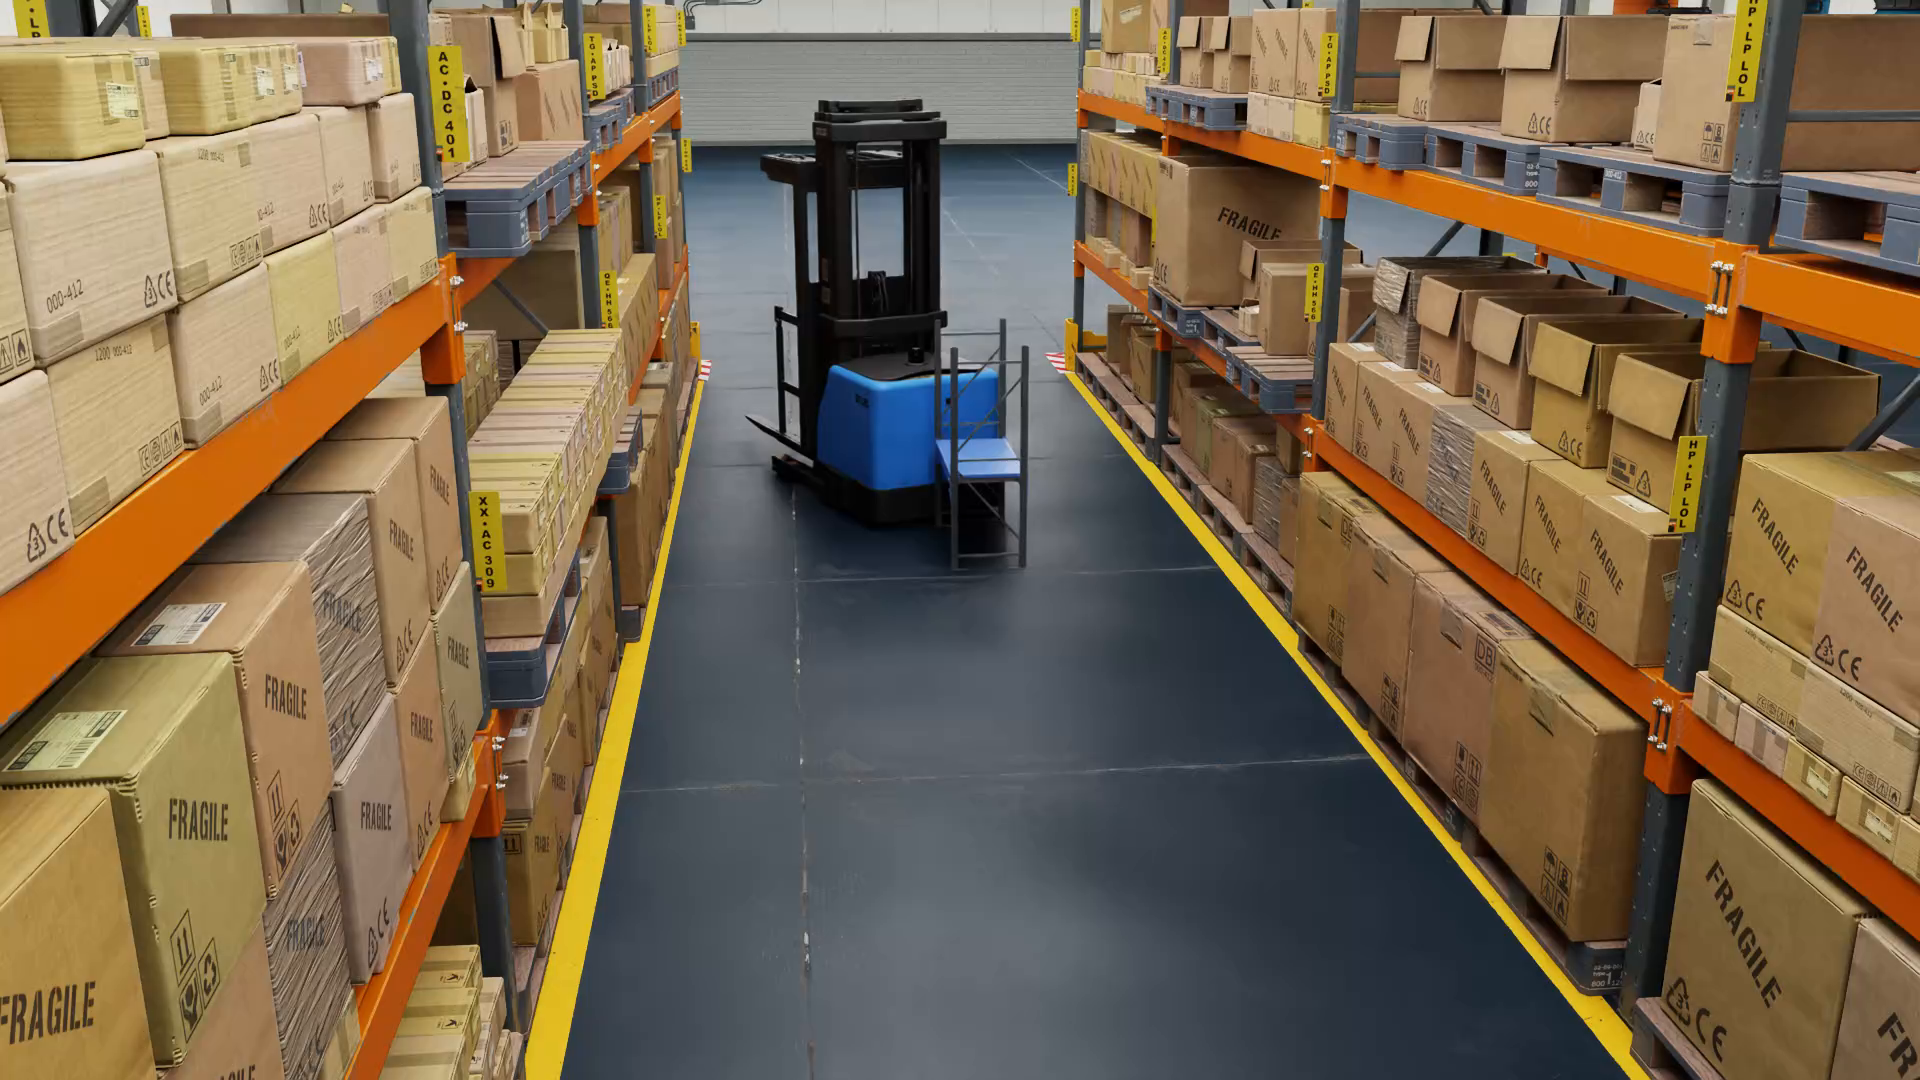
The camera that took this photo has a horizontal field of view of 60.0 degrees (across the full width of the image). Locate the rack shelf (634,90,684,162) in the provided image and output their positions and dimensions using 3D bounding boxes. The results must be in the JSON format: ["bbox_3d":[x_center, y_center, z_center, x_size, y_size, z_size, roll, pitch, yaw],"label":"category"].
[{"bbox_3d":[-3.052,-3.630,14.426,1.077,0.370,4.000,-2,18,-6],"label":"rack shelf"}]

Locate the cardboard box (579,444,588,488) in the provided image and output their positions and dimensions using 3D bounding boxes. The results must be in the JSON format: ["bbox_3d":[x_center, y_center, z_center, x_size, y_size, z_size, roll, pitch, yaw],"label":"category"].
[{"bbox_3d":[-1.744,-0.308,6.872,0.380,0.149,0.250,-2,18,-7],"label":"cardboard box"}]

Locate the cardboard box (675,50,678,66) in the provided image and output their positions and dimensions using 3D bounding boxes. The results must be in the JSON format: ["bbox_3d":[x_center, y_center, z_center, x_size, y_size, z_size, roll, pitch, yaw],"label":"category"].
[{"bbox_3d":[-2.862,-4.534,15.655,0.380,0.149,0.250,-2,18,-5],"label":"cardboard box"}]

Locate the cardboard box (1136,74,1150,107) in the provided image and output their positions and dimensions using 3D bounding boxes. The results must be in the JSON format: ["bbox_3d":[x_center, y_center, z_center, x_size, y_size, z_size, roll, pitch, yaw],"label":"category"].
[{"bbox_3d":[1.748,-3.713,13.739,0.500,0.250,0.500,-1,17,-4],"label":"cardboard box"}]

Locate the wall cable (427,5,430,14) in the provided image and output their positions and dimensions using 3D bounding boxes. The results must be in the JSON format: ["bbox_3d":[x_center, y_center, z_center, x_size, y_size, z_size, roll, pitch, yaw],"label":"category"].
[{"bbox_3d":[-16.016,-13.803,45.803,3.097,2.526,0.112,-2,18,-6],"label":"wall cable"}]

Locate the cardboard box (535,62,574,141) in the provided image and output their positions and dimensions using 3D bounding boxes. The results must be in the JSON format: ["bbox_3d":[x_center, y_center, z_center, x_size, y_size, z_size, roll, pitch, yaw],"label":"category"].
[{"bbox_3d":[-2.057,-1.923,7.619,0.500,0.500,0.500,-2,18,-6],"label":"cardboard box"}]

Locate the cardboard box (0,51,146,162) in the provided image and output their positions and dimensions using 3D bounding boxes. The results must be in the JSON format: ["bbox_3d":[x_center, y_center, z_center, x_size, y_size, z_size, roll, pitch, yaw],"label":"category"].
[{"bbox_3d":[-1.468,-0.650,2.483,0.380,0.149,0.250,-1,17,-4],"label":"cardboard box"}]

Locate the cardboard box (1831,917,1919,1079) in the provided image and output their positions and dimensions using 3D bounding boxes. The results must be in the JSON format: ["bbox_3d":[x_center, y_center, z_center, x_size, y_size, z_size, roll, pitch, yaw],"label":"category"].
[{"bbox_3d":[3.004,1.594,4.437,0.875,0.875,0.875,-2,18,-6],"label":"cardboard box"}]

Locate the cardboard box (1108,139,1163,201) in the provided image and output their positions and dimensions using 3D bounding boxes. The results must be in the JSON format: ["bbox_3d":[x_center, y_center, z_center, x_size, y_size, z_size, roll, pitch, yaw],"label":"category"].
[{"bbox_3d":[1.626,-3.309,14.876,0.500,0.500,0.500,-2,18,-6],"label":"cardboard box"}]

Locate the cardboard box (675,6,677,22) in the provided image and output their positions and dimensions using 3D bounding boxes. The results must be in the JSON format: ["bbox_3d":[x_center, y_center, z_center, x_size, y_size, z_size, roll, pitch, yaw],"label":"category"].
[{"bbox_3d":[-2.886,-4.988,15.770,0.380,0.149,0.250,-2,18,-5],"label":"cardboard box"}]

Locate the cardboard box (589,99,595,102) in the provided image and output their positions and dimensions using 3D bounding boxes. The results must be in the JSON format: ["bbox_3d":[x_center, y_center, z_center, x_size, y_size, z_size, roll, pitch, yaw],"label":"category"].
[{"bbox_3d":[-2.289,-2.614,9.268,0.500,0.311,0.500,-2,18,-6],"label":"cardboard box"}]

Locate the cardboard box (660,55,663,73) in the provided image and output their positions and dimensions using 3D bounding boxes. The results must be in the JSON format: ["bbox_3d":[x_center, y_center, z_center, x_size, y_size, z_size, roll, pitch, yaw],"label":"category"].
[{"bbox_3d":[-2.652,-3.928,13.724,0.380,0.149,0.250,-2,18,-7],"label":"cardboard box"}]

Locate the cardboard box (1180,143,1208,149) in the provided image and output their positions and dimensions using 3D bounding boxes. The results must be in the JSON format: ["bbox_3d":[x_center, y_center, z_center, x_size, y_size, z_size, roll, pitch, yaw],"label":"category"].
[{"bbox_3d":[2.200,-3.176,14.453,0.500,0.500,0.500,-2,18,-6],"label":"cardboard box"}]

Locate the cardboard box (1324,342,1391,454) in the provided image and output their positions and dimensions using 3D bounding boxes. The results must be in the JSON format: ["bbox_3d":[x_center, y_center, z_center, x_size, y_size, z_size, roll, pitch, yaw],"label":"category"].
[{"bbox_3d":[2.290,-0.772,8.963,0.500,0.500,0.500,-1,17,-4],"label":"cardboard box"}]

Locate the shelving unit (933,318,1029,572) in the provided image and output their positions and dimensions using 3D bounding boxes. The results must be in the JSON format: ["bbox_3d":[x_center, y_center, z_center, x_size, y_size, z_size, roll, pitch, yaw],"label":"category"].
[{"bbox_3d":[0.130,-0.667,11.299,0.538,1.500,1.048,-2,18,-6],"label":"shelving unit"}]

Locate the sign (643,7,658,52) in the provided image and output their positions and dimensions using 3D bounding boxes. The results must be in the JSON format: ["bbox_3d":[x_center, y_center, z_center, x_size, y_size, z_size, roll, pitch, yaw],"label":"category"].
[{"bbox_3d":[-2.307,-3.794,12.358,0.100,0.325,0.005,-2,18,-6],"label":"sign"}]

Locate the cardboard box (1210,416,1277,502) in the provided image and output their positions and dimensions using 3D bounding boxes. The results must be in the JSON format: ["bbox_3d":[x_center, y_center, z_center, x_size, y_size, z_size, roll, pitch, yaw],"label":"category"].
[{"bbox_3d":[2.228,-0.594,12.000,0.700,0.500,0.500,-3,18,-10],"label":"cardboard box"}]

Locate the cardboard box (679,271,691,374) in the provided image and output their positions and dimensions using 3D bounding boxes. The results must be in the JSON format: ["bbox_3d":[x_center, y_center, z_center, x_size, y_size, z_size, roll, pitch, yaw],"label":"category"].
[{"bbox_3d":[-3.123,-2.125,16.284,0.875,0.875,0.875,-2,18,-5],"label":"cardboard box"}]

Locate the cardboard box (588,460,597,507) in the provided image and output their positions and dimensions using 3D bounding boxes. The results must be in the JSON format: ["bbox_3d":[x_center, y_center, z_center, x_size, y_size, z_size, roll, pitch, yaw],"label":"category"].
[{"bbox_3d":[-1.767,-0.239,7.149,0.380,0.149,0.250,-3,18,-8],"label":"cardboard box"}]

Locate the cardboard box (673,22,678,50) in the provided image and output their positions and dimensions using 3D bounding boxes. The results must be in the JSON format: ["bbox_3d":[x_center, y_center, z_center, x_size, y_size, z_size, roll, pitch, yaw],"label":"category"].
[{"bbox_3d":[-2.930,-4.751,15.679,0.500,0.250,0.500,-2,17,-5],"label":"cardboard box"}]

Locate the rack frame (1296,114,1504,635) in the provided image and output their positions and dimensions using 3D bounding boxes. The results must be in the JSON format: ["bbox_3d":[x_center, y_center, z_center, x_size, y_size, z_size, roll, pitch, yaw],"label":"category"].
[{"bbox_3d":[2.510,-0.878,9.466,1.000,3.000,0.127,-2,18,-6],"label":"rack frame"}]

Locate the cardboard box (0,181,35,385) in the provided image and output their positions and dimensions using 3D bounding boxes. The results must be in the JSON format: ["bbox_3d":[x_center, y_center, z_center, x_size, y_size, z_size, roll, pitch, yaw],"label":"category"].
[{"bbox_3d":[-1.450,-0.264,1.917,0.500,0.250,0.500,-2,18,-6],"label":"cardboard box"}]

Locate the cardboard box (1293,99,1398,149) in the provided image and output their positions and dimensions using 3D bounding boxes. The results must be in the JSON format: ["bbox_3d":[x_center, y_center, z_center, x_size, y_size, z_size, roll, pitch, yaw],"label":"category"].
[{"bbox_3d":[2.217,-2.372,9.466,0.500,0.250,0.500,-2,18,-6],"label":"cardboard box"}]

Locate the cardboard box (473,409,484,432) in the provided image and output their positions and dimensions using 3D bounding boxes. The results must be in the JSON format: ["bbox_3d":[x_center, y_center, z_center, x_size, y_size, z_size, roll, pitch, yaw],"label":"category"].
[{"bbox_3d":[-2.532,-0.535,8.093,0.380,0.149,0.250,-1,17,-3],"label":"cardboard box"}]

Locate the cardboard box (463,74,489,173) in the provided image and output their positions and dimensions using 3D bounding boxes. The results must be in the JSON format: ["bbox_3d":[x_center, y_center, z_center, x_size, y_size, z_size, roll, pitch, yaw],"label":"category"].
[{"bbox_3d":[-1.903,-1.421,5.635,0.500,0.311,0.500,-2,18,-6],"label":"cardboard box"}]

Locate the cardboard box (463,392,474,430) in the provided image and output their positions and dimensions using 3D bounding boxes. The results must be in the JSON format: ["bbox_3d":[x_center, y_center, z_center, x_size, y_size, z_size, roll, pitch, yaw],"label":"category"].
[{"bbox_3d":[-2.496,-0.592,7.776,0.380,0.149,0.250,-2,18,-5],"label":"cardboard box"}]

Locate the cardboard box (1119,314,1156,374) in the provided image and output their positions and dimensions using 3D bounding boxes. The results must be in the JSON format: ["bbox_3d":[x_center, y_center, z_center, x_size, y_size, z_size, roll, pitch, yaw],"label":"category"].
[{"bbox_3d":[1.829,-1.906,16.211,0.500,0.500,0.500,3,18,9],"label":"cardboard box"}]

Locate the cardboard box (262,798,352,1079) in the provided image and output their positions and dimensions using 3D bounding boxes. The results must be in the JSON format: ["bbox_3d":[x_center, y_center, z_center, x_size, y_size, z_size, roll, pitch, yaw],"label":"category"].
[{"bbox_3d":[-1.557,0.840,3.330,0.500,0.500,0.500,-2,18,-7],"label":"cardboard box"}]

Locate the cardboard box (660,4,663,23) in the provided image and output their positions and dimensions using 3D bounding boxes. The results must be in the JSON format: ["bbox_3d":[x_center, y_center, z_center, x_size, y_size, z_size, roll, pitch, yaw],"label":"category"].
[{"bbox_3d":[-2.678,-4.384,13.847,0.380,0.149,0.250,-2,18,-6],"label":"cardboard box"}]

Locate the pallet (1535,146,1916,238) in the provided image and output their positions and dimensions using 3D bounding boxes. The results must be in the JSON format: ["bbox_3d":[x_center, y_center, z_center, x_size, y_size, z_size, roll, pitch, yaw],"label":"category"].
[{"bbox_3d":[2.779,-1.298,6.114,0.805,0.209,1.217,-2,18,-8],"label":"pallet"}]

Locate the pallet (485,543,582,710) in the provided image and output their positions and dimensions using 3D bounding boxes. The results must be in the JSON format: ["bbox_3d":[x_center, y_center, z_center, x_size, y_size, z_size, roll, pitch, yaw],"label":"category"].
[{"bbox_3d":[-1.955,0.296,6.046,1.003,0.211,1.213,-2,18,-6],"label":"pallet"}]

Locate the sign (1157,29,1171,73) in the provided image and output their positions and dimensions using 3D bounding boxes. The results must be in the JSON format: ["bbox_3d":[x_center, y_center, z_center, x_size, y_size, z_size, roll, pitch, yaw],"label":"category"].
[{"bbox_3d":[1.559,-3.728,12.674,0.100,0.325,0.005,-2,18,-6],"label":"sign"}]

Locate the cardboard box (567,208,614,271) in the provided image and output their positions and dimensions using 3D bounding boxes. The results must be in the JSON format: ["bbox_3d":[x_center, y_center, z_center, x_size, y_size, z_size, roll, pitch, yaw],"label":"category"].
[{"bbox_3d":[-2.631,-1.869,10.787,0.700,0.500,0.500,-2,18,-6],"label":"cardboard box"}]

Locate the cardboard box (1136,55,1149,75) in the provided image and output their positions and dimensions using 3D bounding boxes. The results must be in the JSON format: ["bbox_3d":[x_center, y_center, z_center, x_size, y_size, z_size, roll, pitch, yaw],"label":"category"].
[{"bbox_3d":[1.674,-3.943,13.807,0.380,0.149,0.250,-2,18,-7],"label":"cardboard box"}]

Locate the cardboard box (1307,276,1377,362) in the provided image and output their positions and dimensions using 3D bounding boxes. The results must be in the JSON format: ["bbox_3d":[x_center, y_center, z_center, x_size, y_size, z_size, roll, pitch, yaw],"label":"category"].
[{"bbox_3d":[2.415,-1.286,9.896,0.500,0.500,0.500,-4,18,-12],"label":"cardboard box"}]

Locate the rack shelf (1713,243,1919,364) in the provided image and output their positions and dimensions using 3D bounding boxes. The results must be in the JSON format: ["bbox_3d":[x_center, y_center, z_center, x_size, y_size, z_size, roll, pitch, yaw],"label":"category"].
[{"bbox_3d":[3.129,-0.178,3.430,1.077,0.370,4.000,-2,18,-6],"label":"rack shelf"}]

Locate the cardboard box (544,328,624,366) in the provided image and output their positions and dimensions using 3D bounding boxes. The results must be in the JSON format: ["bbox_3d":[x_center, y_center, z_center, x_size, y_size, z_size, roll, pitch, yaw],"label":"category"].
[{"bbox_3d":[-1.927,-0.987,8.539,0.380,0.149,0.250,-2,18,-8],"label":"cardboard box"}]

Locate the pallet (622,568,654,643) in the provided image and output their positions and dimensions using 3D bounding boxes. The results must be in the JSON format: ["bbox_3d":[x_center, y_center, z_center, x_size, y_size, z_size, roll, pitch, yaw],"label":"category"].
[{"bbox_3d":[-2.440,0.338,10.247,1.003,0.211,1.213,-2,18,-6],"label":"pallet"}]

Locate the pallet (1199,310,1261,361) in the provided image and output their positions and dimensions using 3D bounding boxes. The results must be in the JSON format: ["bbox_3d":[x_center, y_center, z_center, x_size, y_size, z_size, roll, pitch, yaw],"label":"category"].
[{"bbox_3d":[2.266,-1.375,11.369,1.003,0.211,1.213,-2,18,-6],"label":"pallet"}]

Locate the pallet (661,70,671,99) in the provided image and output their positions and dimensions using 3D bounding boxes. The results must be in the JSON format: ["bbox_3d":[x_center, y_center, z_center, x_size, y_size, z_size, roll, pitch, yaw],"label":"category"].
[{"bbox_3d":[-3.043,-3.942,14.366,1.003,0.211,1.213,-2,18,-6],"label":"pallet"}]

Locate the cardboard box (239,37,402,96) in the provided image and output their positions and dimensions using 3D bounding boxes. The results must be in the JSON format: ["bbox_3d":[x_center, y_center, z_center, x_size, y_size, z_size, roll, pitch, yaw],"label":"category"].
[{"bbox_3d":[-1.716,-1.267,4.446,0.380,0.149,0.250,-3,18,-8],"label":"cardboard box"}]

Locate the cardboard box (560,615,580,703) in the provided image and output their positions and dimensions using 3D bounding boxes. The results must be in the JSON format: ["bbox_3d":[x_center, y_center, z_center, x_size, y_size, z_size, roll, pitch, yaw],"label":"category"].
[{"bbox_3d":[-1.940,0.532,7.194,0.500,0.250,0.500,-1,17,-4],"label":"cardboard box"}]

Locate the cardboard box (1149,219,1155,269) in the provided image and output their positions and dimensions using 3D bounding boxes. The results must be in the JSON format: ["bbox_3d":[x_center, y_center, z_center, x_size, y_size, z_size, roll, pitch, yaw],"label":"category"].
[{"bbox_3d":[2.096,-2.545,14.113,0.875,0.500,0.500,-2,18,-6],"label":"cardboard box"}]

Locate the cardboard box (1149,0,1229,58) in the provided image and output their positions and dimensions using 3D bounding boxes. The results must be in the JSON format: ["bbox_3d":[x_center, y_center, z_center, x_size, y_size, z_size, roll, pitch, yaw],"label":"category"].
[{"bbox_3d":[1.798,-4.055,13.080,0.500,0.500,0.500,-2,18,-7],"label":"cardboard box"}]

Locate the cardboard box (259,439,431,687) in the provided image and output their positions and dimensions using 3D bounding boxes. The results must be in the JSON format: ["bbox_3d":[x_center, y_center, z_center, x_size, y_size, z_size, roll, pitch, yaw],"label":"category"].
[{"bbox_3d":[-1.645,0.056,4.159,0.500,0.500,0.500,-2,18,-7],"label":"cardboard box"}]

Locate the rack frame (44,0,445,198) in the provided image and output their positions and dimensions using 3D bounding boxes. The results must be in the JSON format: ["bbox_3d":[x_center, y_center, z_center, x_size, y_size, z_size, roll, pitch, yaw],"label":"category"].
[{"bbox_3d":[-2.021,-2.425,4.379,1.000,3.000,0.127,-2,18,-6],"label":"rack frame"}]

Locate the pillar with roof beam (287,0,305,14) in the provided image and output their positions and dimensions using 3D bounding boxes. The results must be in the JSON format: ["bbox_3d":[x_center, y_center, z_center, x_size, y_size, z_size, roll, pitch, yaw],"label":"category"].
[{"bbox_3d":[-12.746,-14.499,42.836,9.100,9.000,0.400,-2,18,-6],"label":"pillar with roof beam"}]

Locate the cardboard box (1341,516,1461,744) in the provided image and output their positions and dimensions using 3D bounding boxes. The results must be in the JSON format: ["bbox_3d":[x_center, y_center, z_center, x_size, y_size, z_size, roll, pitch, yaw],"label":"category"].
[{"bbox_3d":[2.645,0.407,8.217,1.225,0.875,0.875,-2,18,-5],"label":"cardboard box"}]

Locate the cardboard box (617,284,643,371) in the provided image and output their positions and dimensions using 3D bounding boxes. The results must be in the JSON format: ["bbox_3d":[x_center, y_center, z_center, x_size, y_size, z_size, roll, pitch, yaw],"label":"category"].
[{"bbox_3d":[-2.367,-1.395,10.945,0.500,0.500,0.500,-2,18,-6],"label":"cardboard box"}]

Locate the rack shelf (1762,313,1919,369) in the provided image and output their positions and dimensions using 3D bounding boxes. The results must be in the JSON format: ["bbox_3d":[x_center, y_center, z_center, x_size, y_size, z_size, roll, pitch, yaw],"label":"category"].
[{"bbox_3d":[7.231,-1.284,11.959,1.077,0.370,4.000,-2,18,-6],"label":"rack shelf"}]

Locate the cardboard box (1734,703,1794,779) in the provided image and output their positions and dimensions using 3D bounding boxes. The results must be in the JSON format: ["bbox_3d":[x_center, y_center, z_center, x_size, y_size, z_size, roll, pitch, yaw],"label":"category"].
[{"bbox_3d":[2.650,0.610,5.145,0.380,0.149,0.250,-2,18,-7],"label":"cardboard box"}]

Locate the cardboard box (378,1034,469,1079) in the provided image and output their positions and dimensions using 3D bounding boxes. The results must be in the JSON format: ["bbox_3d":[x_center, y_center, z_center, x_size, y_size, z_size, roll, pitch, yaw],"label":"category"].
[{"bbox_3d":[-1.627,1.560,4.766,0.380,0.149,0.250,-2,18,-6],"label":"cardboard box"}]

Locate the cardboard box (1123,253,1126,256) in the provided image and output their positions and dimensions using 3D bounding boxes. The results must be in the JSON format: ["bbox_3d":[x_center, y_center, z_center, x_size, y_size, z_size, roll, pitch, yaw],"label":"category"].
[{"bbox_3d":[1.694,-2.529,15.144,0.380,0.149,0.250,-2,18,-6],"label":"cardboard box"}]

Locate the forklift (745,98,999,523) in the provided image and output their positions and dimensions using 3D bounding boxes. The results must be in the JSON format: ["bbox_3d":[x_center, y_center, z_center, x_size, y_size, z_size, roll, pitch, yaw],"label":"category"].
[{"bbox_3d":[-0.846,-1.913,12.876,1.130,2.935,3.031,-9,20,-27],"label":"forklift"}]

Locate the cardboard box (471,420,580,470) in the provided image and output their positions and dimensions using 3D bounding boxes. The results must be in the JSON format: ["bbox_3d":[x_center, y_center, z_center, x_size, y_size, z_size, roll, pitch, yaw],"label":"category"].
[{"bbox_3d":[-1.713,-0.369,6.570,0.380,0.149,0.250,-2,18,-6],"label":"cardboard box"}]

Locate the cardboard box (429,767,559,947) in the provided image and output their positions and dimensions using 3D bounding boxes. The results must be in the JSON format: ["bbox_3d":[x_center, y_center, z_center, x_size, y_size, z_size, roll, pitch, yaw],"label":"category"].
[{"bbox_3d":[-1.833,1.201,6.316,0.500,0.500,0.500,-1,17,-3],"label":"cardboard box"}]

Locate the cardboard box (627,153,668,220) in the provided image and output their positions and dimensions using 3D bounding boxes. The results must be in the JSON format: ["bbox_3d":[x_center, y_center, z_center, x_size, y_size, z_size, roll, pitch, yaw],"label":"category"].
[{"bbox_3d":[-2.941,-2.970,14.075,0.875,0.550,0.550,-2,18,-6],"label":"cardboard box"}]
